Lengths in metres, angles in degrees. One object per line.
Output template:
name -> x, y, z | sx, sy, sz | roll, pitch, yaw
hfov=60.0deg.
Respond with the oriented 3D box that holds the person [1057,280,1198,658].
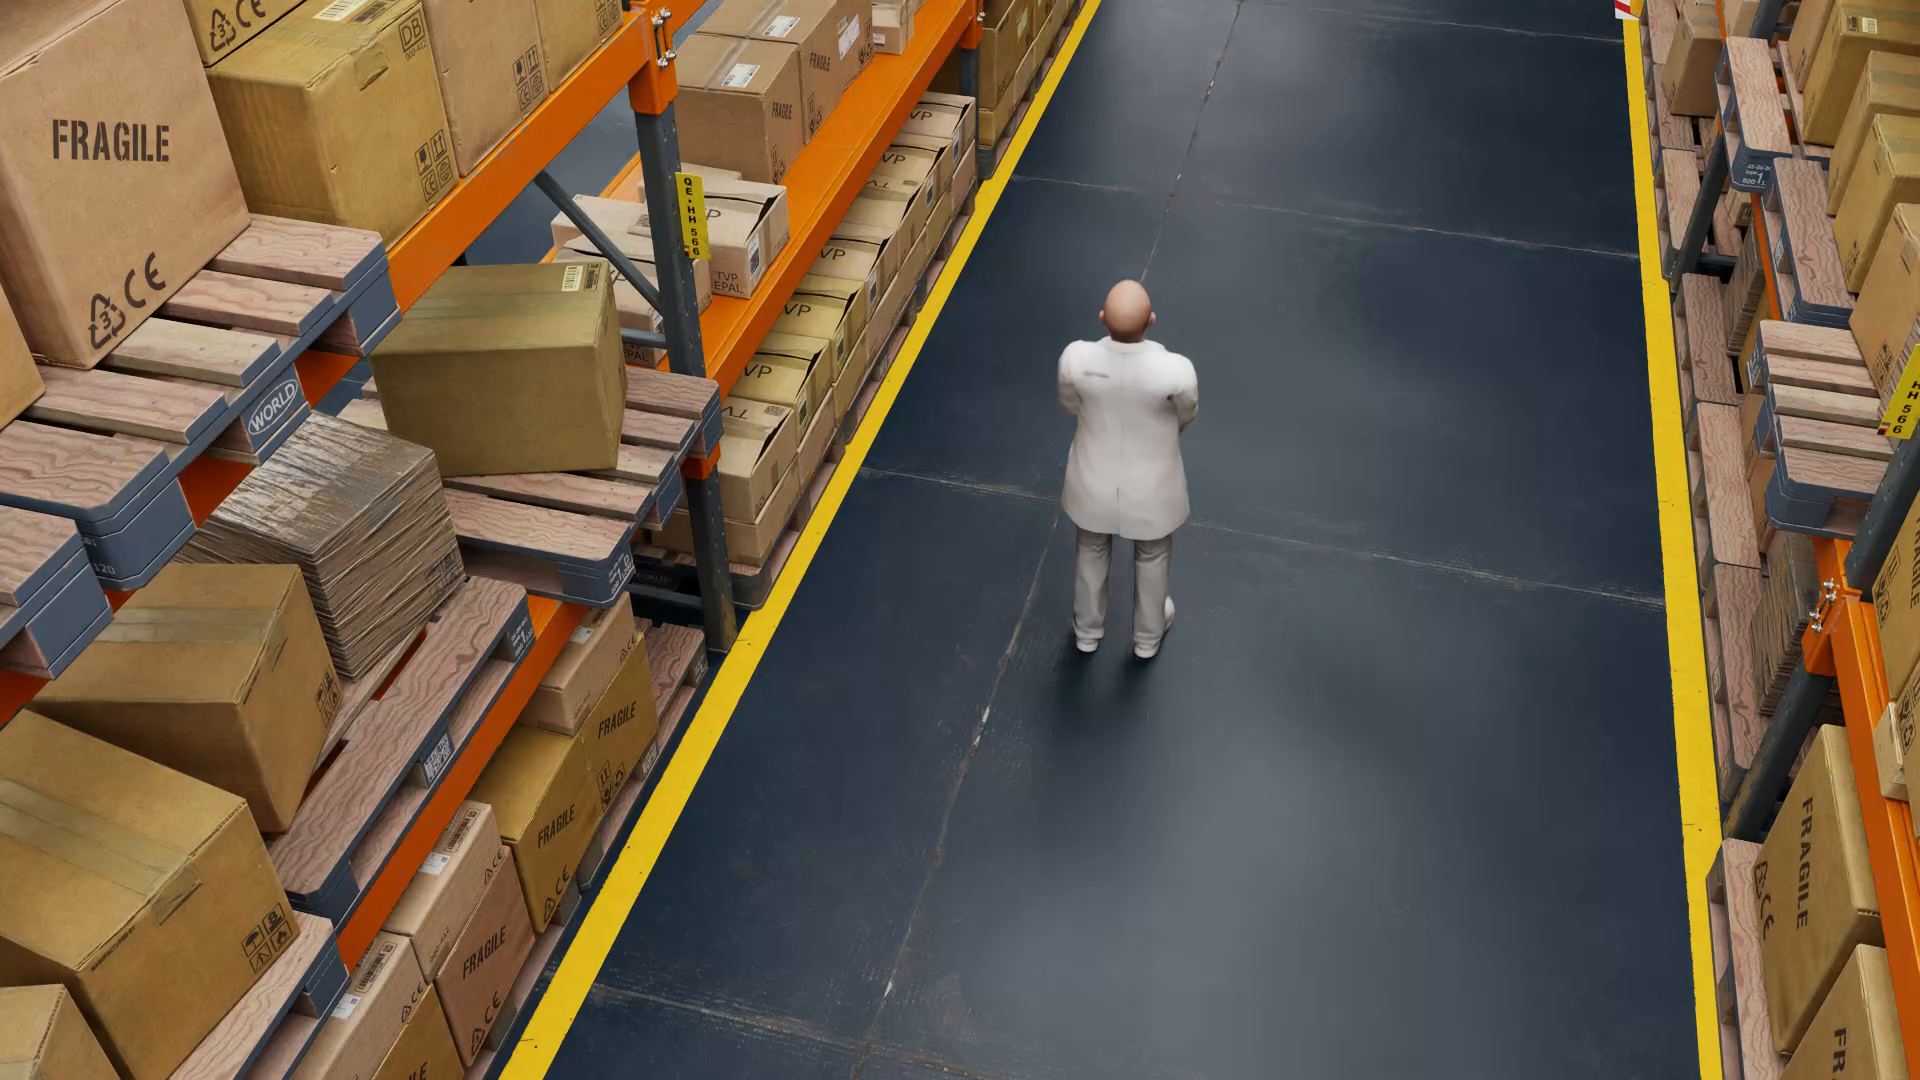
person -> 0.661, -0.321, 6.542 | 0.543, 1.779, 0.550 | 10, 41, 11
